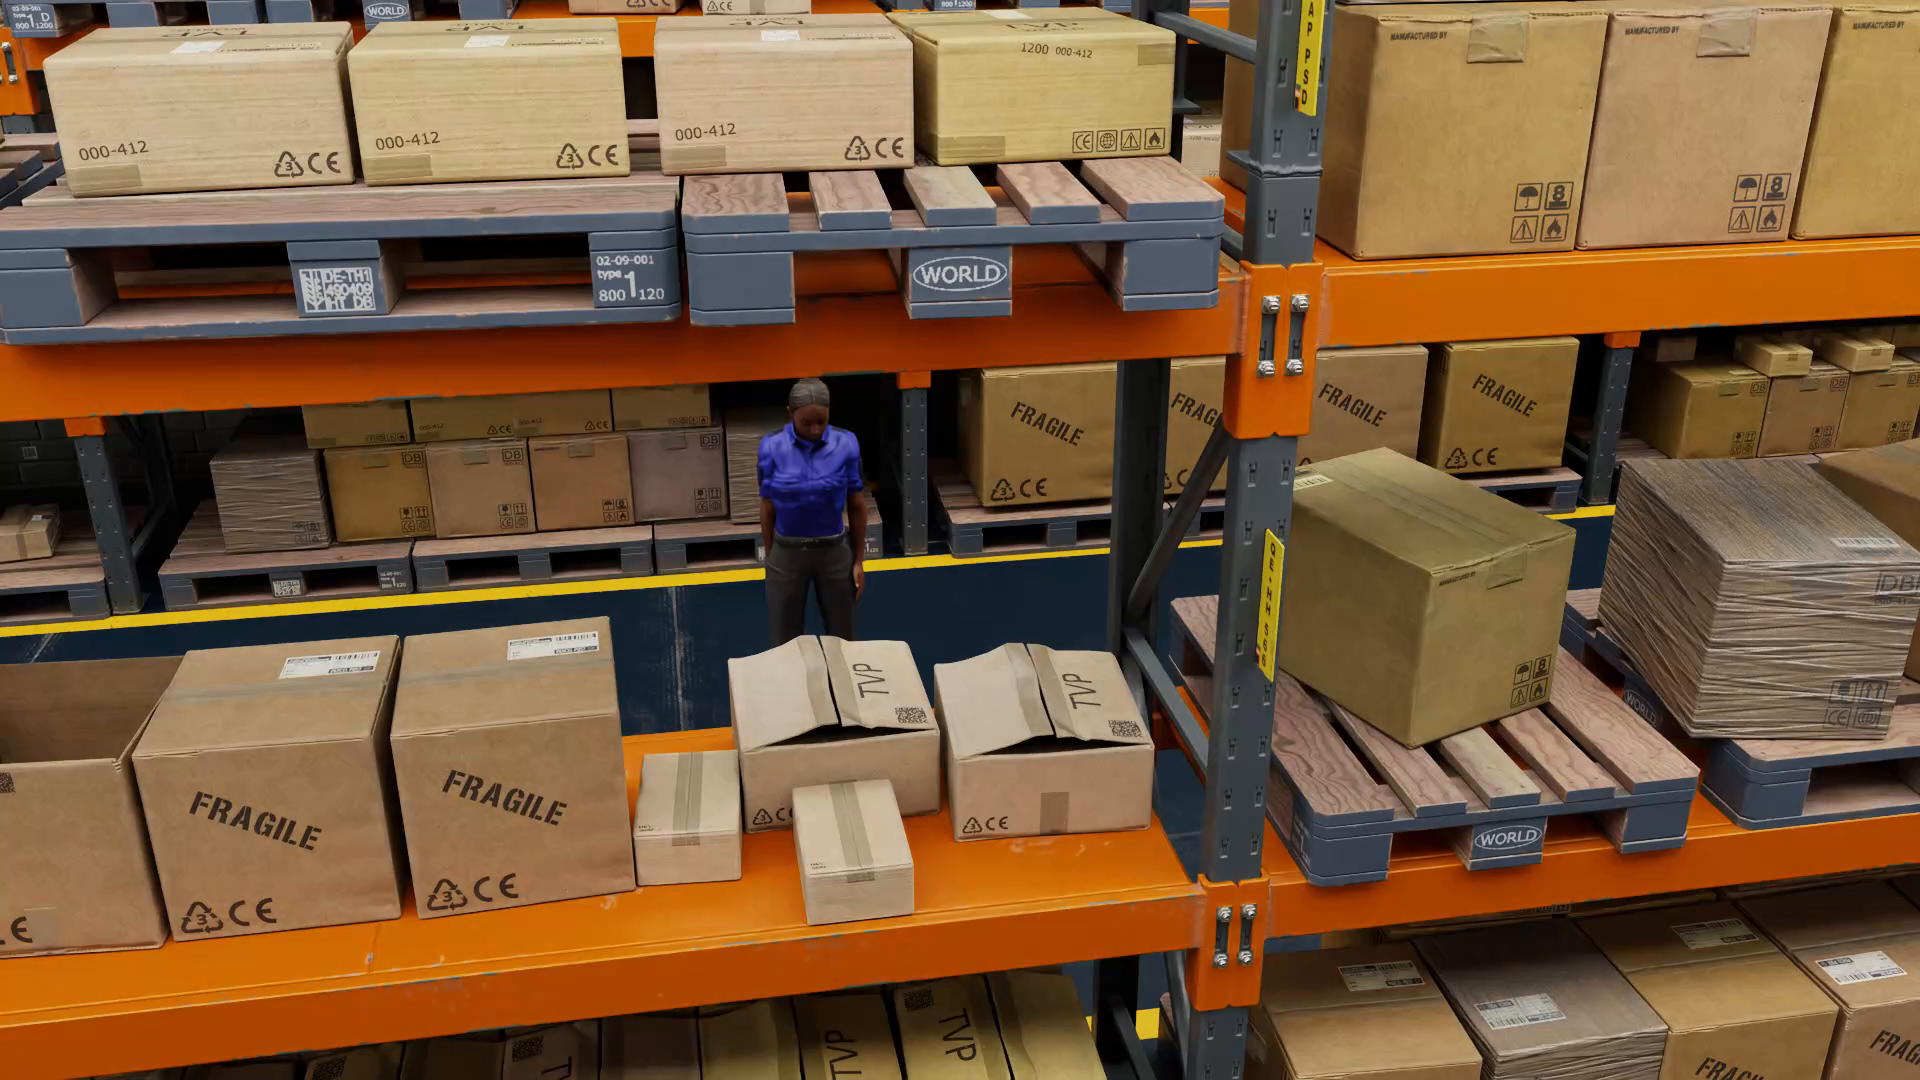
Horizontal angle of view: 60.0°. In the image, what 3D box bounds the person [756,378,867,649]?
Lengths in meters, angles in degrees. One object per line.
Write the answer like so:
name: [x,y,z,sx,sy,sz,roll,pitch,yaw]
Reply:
person: [-0.600,0.103,6.898,0.443,1.643,0.314,-4,24,-9]
